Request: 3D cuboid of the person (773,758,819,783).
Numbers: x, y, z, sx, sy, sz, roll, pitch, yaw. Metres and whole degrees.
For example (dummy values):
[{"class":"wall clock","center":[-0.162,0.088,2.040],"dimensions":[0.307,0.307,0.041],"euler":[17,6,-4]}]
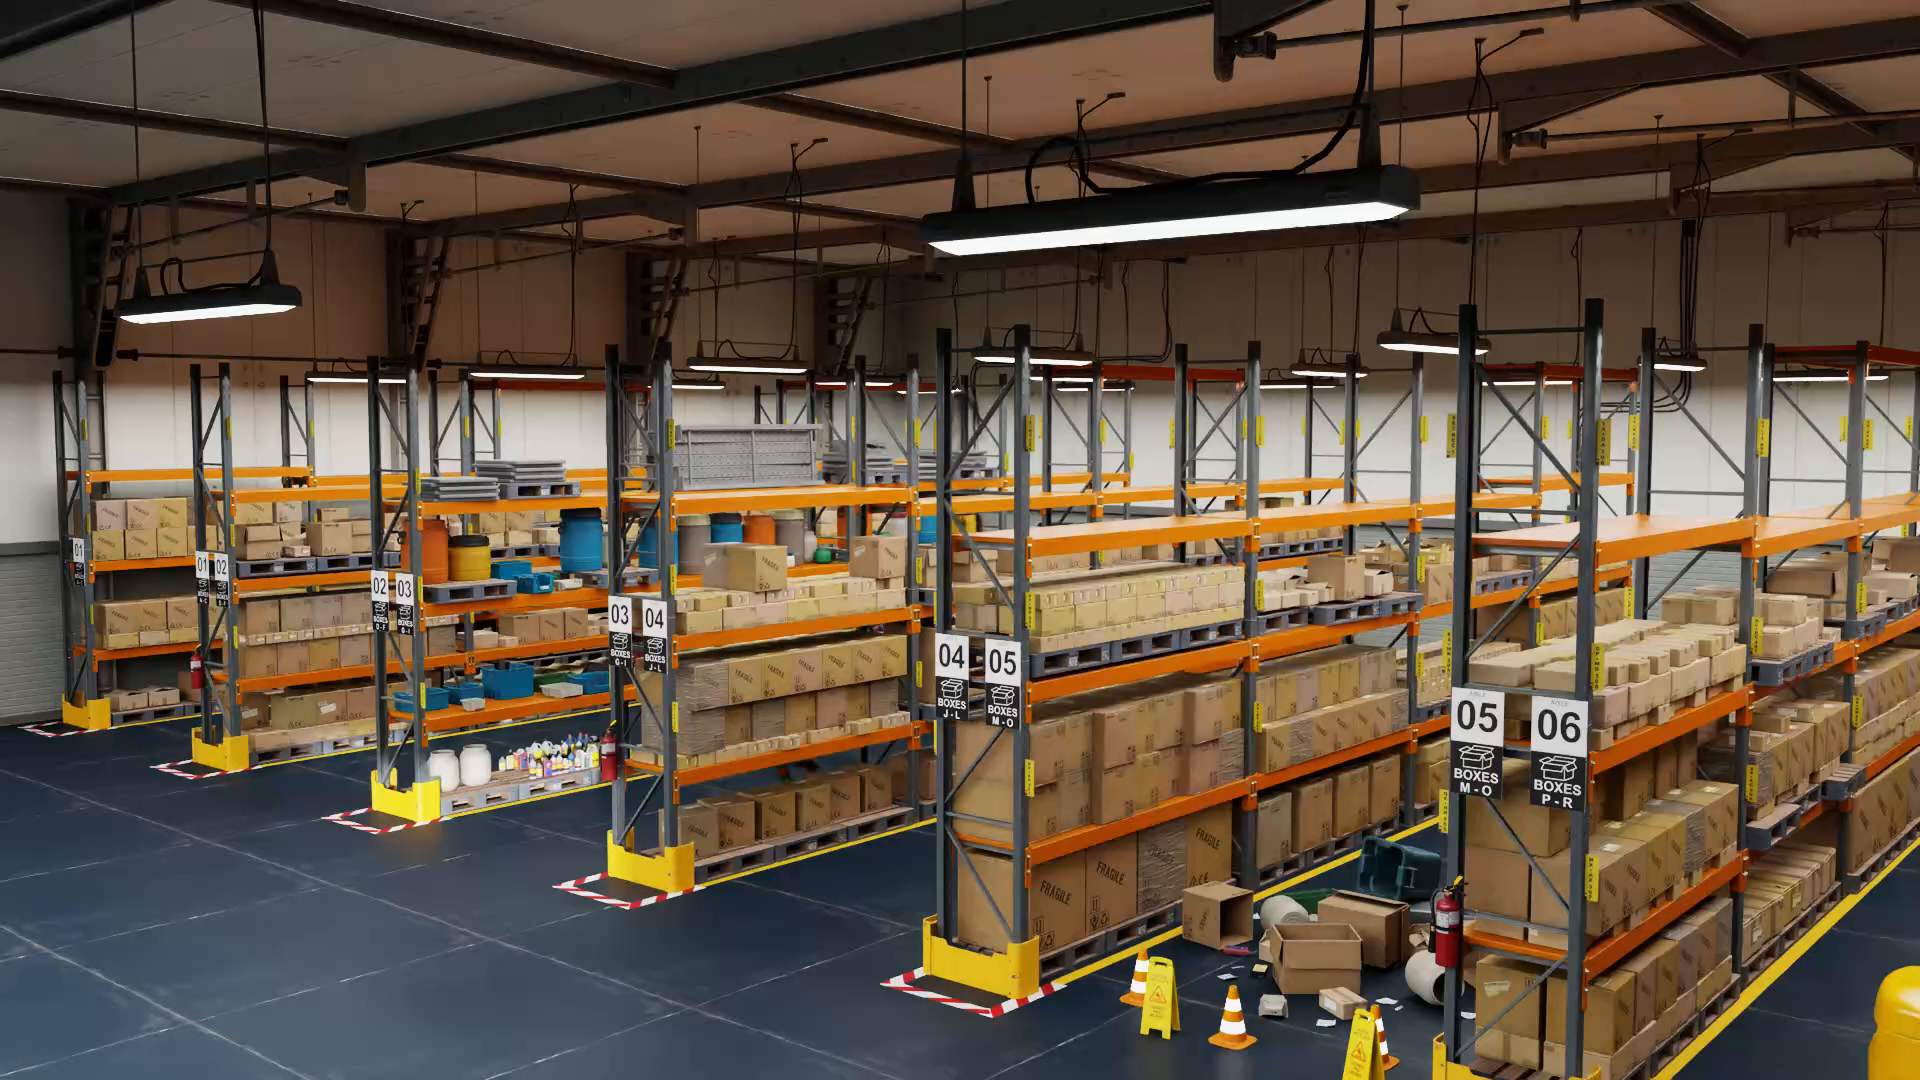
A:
[{"class":"person","center":[-2.337,2.712,23.120],"dimensions":[0.663,1.615,1.086],"euler":[3,5,40]}]
